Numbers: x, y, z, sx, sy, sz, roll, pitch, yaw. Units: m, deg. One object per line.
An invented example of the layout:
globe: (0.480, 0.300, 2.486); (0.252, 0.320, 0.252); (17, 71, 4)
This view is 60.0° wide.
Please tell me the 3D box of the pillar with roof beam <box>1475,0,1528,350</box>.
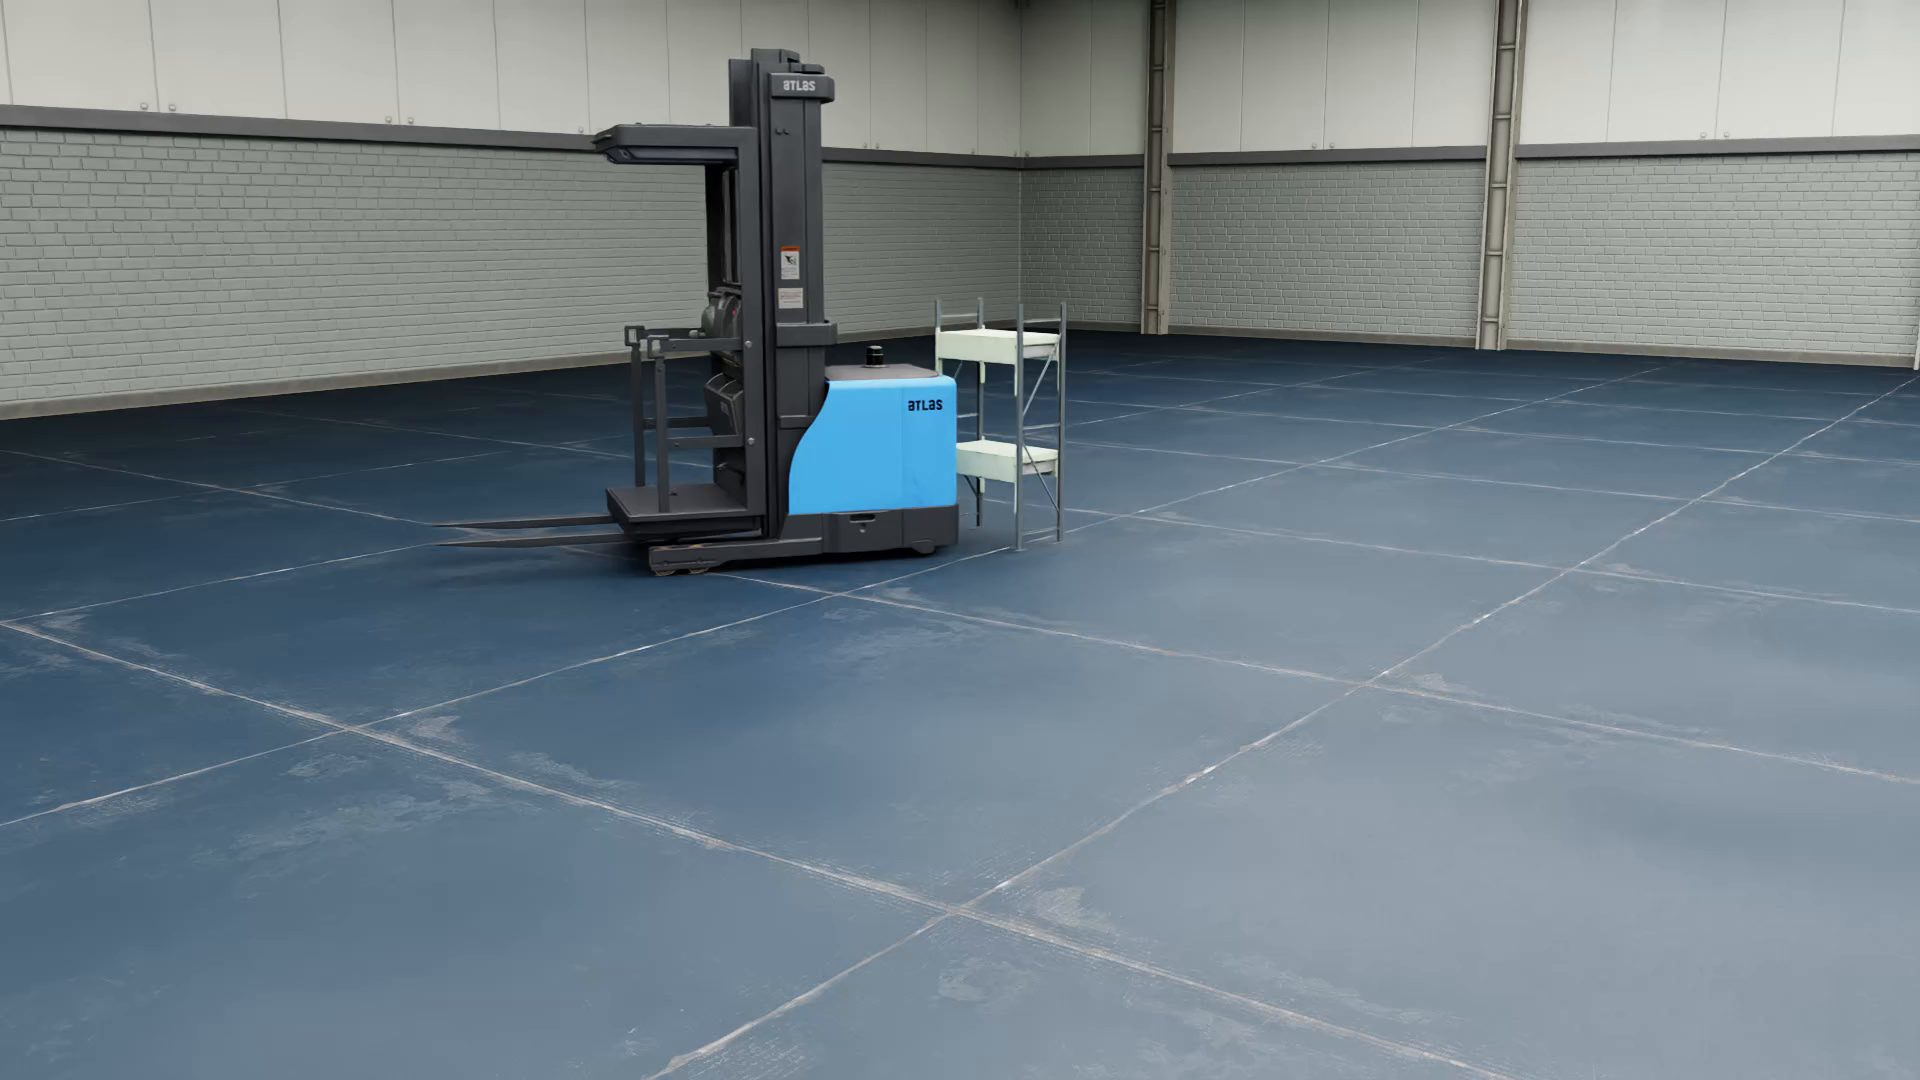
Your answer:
pillar with roof beam: (5.730, -6.738, 21.666); (0.400, 9.000, 9.100); (8, 13, 36)

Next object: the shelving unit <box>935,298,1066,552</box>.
shelving unit: (0.244, -0.740, 10.404); (0.431, 1.500, 0.755); (-10, 15, -42)

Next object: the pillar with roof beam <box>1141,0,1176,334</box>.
pillar with roof beam: (0.894, -7.412, 25.153); (0.400, 9.000, 9.100); (8, 13, 36)

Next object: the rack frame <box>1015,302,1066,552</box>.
rack frame: (0.492, -0.688, 10.140); (0.400, 1.500, 0.023); (-10, 15, -42)

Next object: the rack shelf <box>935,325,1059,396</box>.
rack shelf: (0.244, -1.123, 10.330); (0.431, 0.370, 0.720); (-10, 15, -42)

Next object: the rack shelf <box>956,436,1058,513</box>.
rack shelf: (0.244, -0.419, 10.466); (0.431, 0.370, 0.720); (-10, 15, -42)

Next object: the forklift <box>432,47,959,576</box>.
forklift: (-1.583, -1.347, 9.774); (3.031, 2.935, 1.130); (-4, 12, -18)

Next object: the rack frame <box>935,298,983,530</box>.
rack frame: (-0.005, -0.791, 10.668); (0.400, 1.500, 0.023); (-10, 15, -42)

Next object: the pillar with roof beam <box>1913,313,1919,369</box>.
pillar with roof beam: (10.566, -6.063, 18.179); (0.400, 9.000, 9.100); (8, 13, 36)
